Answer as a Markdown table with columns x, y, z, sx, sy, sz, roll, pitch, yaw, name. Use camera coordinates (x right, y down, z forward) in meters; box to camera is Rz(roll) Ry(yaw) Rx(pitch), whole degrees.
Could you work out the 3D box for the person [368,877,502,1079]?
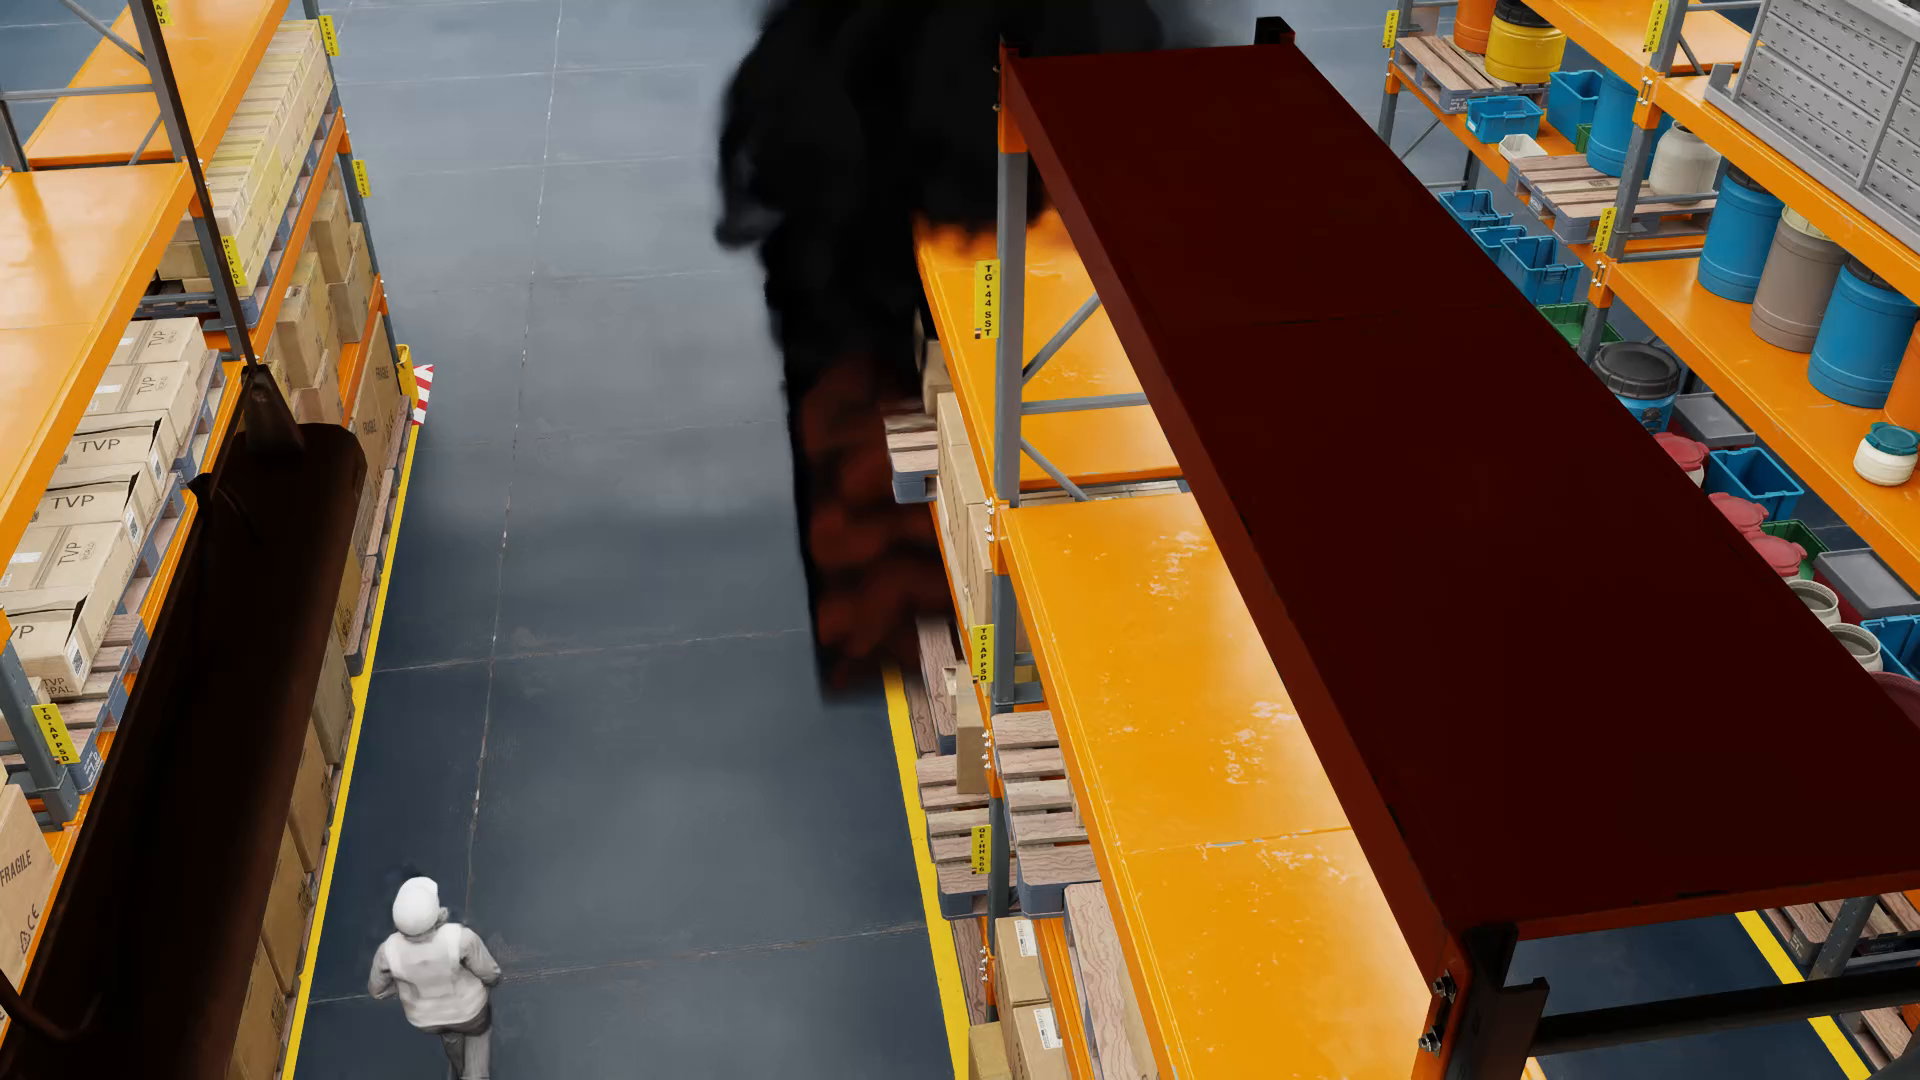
| x | y | z | sx | sy | sz | roll | pitch | yaw | name |
| --- | --- | --- | --- | --- | --- | --- | --- | --- | --- |
| -2.691 | 2.415 | 8.705 | 0.671 | 1.730 | 0.651 | -6 | 37 | -8 | person |
